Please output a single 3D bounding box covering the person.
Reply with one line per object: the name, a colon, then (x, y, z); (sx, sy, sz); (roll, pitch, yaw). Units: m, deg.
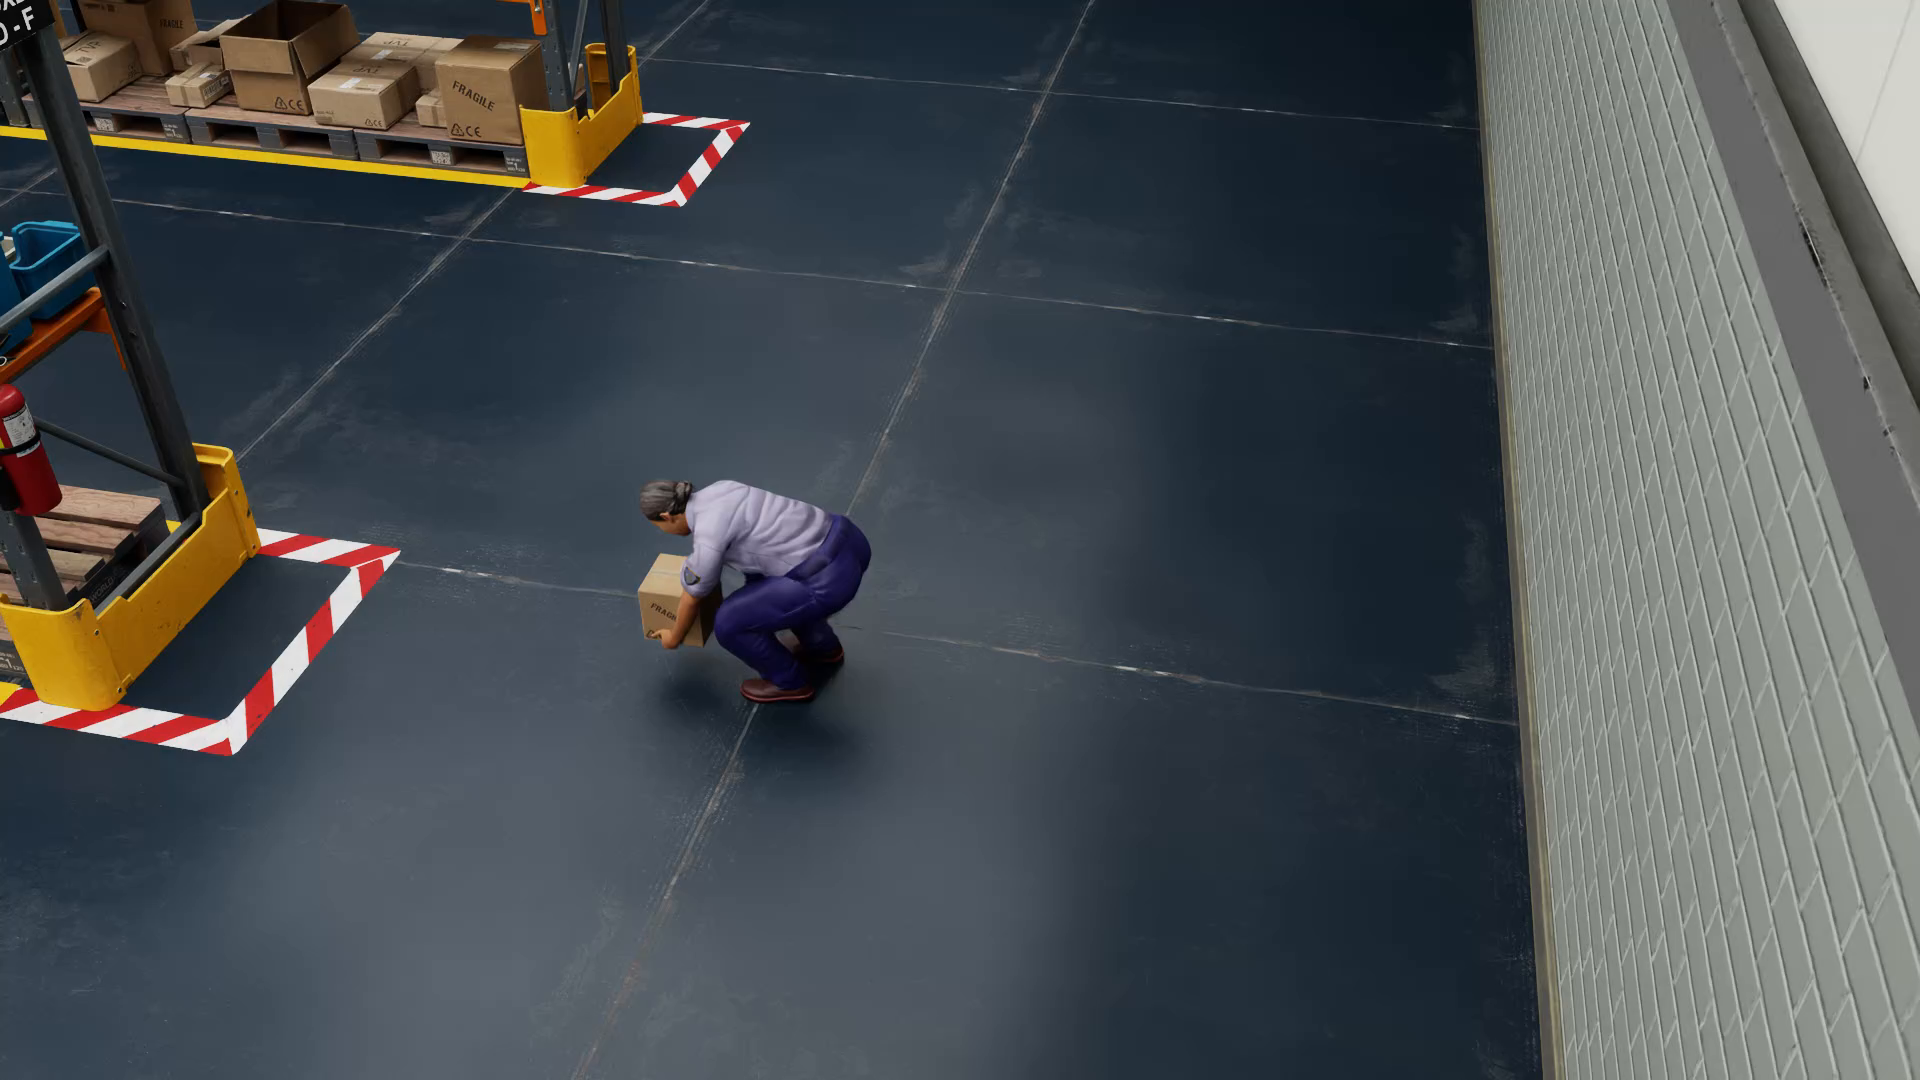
person: (-0.788, 0.173, 6.535); (0.868, 0.931, 0.508); (6, 37, 8)
